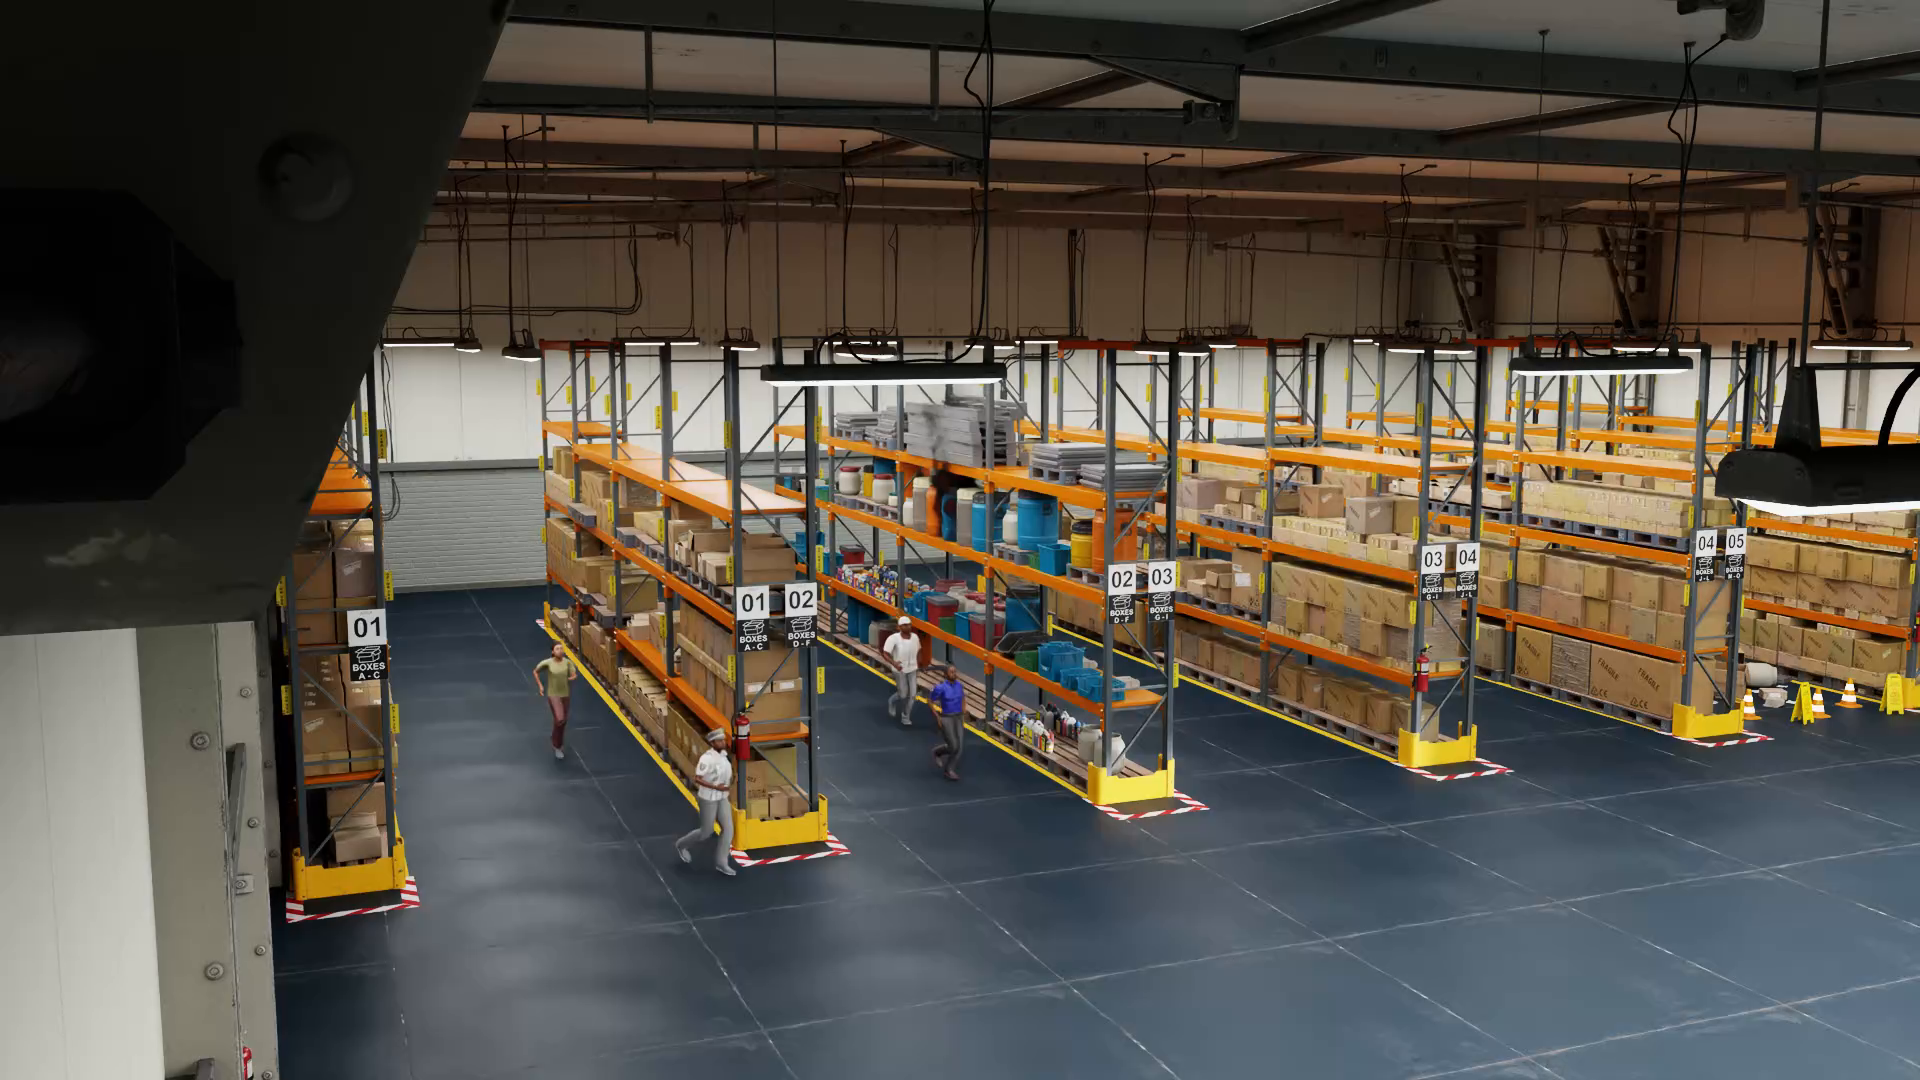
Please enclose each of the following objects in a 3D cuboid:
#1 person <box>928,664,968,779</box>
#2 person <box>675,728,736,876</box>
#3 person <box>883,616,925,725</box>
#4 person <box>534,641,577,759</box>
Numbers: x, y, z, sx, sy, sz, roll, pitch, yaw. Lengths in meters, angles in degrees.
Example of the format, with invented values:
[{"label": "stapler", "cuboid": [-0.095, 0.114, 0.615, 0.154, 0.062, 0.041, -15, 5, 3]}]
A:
[{"label": "person", "cuboid": [-0.128, 2.532, 23.205, 0.575, 1.611, 0.559, -5, 9, -35]}, {"label": "person", "cuboid": [-2.891, 3.004, 19.337, 0.810, 1.702, 0.592, 5, 9, 31]}, {"label": "person", "cuboid": [-0.891, 2.054, 26.371, 0.690, 1.722, 0.606, -4, 9, -29]}, {"label": "person", "cuboid": [-5.910, 2.331, 24.464, 0.543, 1.721, 0.723, -6, 9, -38]}]
